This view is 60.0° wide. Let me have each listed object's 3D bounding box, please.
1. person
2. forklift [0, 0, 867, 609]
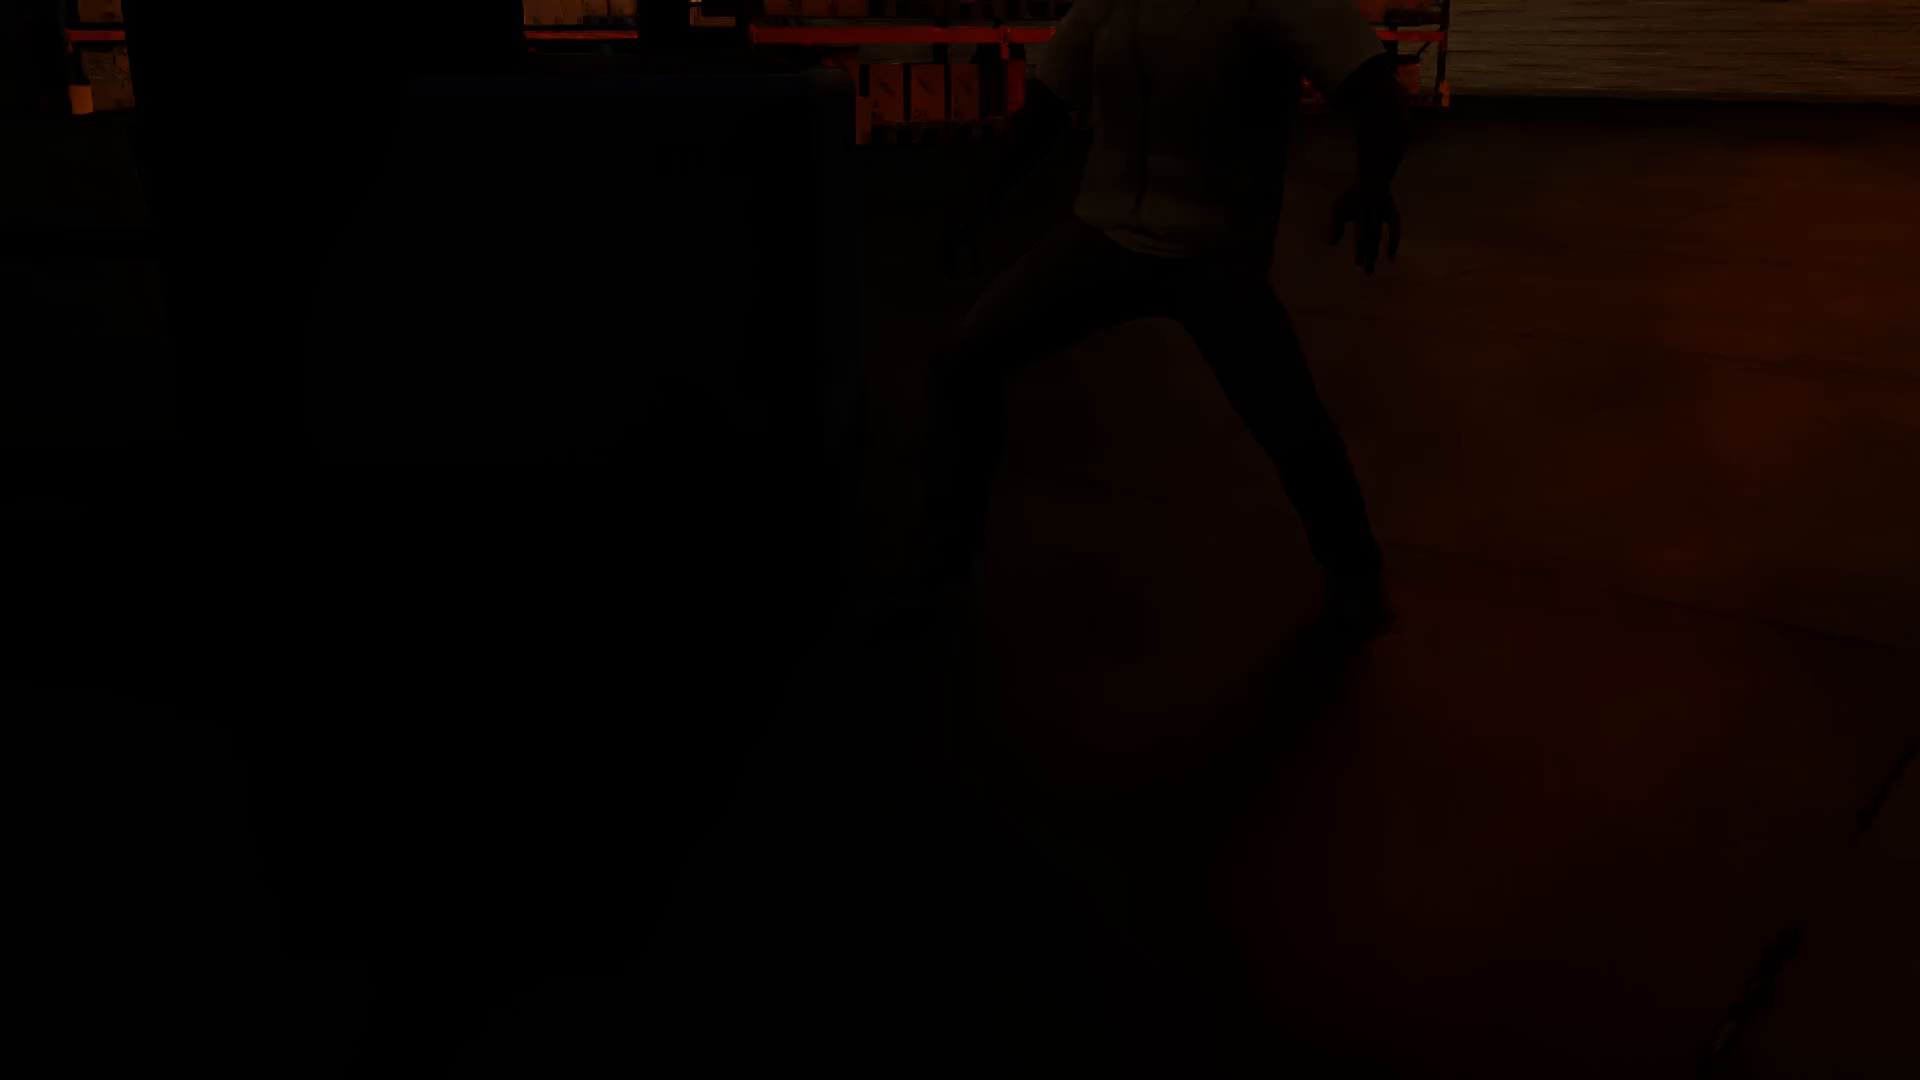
[{"bbox_3d":[0.428,-0.600,3.238,1.036,1.621,0.863,12,21,34],"label":"person"},{"bbox_3d":[-1.763,-1.413,3.549,3.031,2.935,1.130,0,17,1],"label":"forklift"}]
